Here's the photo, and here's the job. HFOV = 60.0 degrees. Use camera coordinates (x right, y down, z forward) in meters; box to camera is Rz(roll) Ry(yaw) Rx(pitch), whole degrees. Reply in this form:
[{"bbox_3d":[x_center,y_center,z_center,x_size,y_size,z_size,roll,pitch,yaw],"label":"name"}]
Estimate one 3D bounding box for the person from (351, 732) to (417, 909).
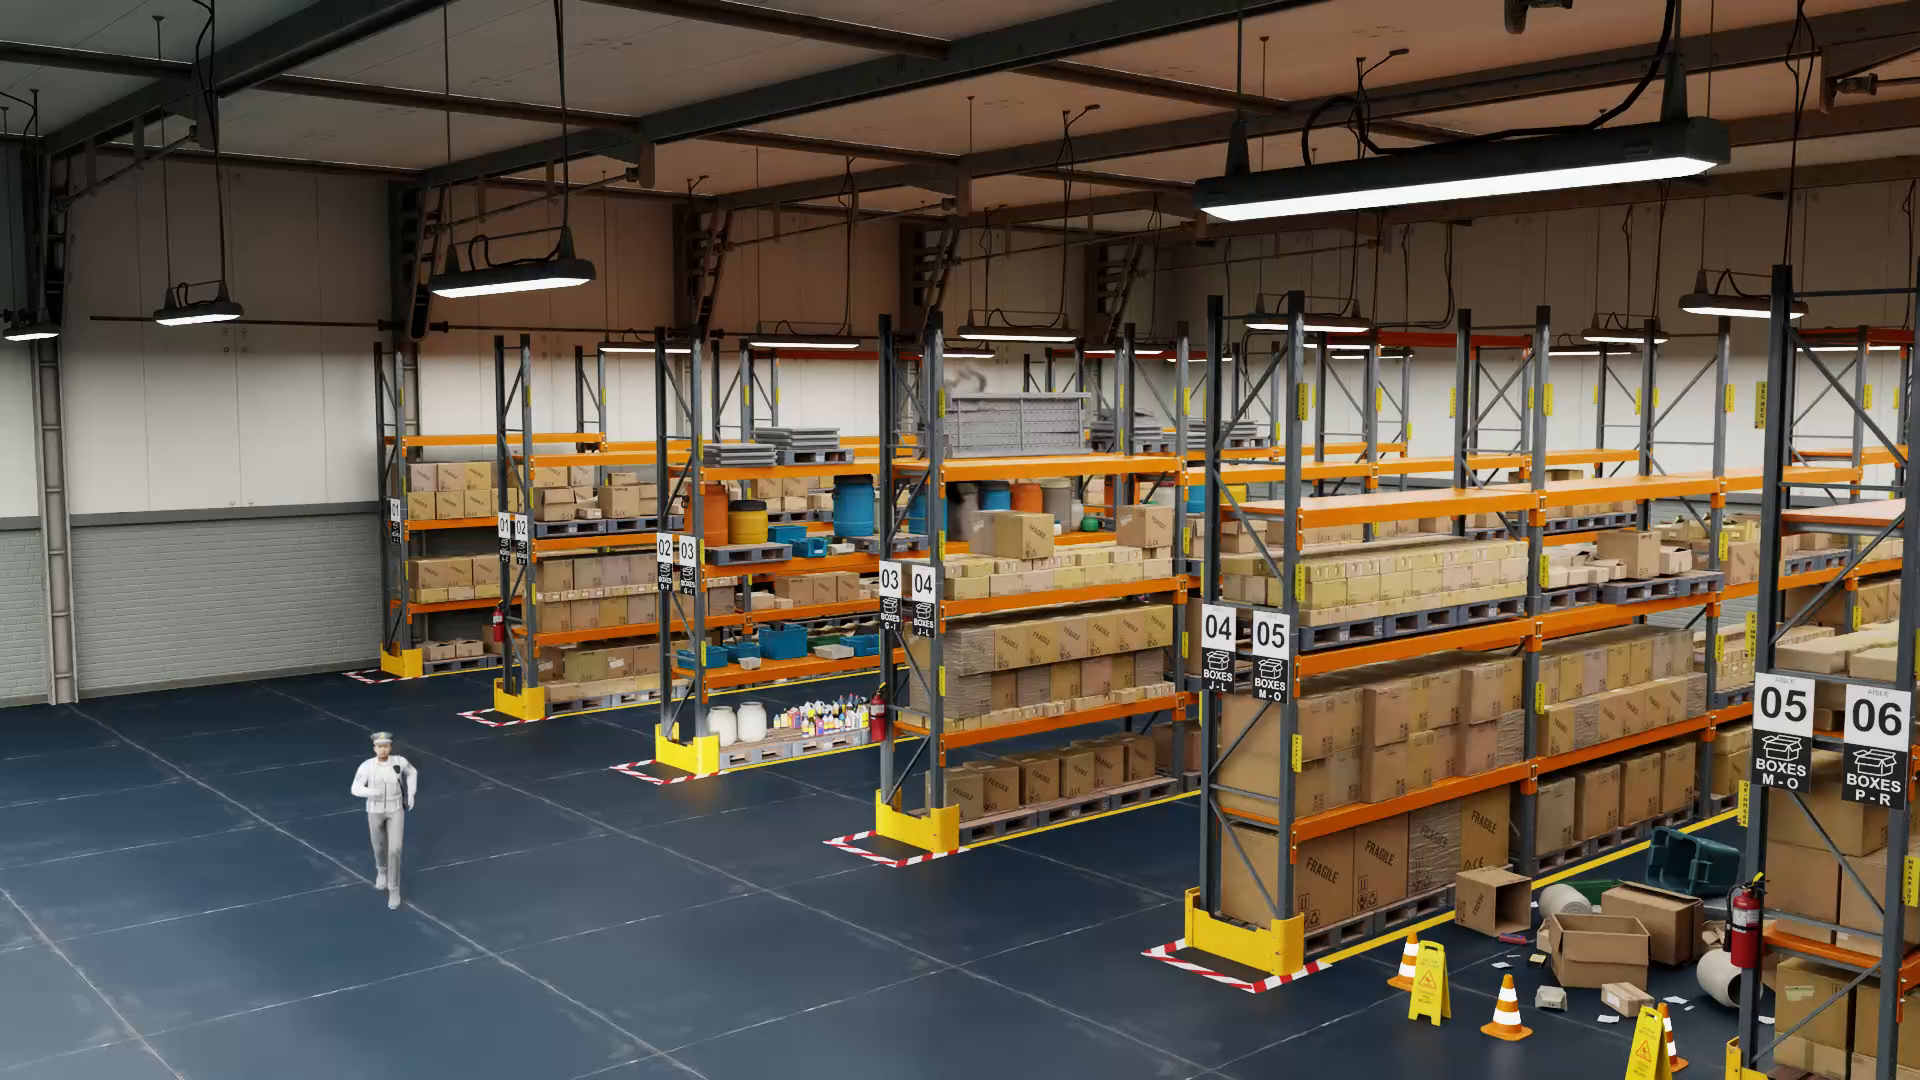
[{"bbox_3d":[-5.822,2.780,16.844,0.612,1.747,0.806,-2,5,-16],"label":"person"}]
